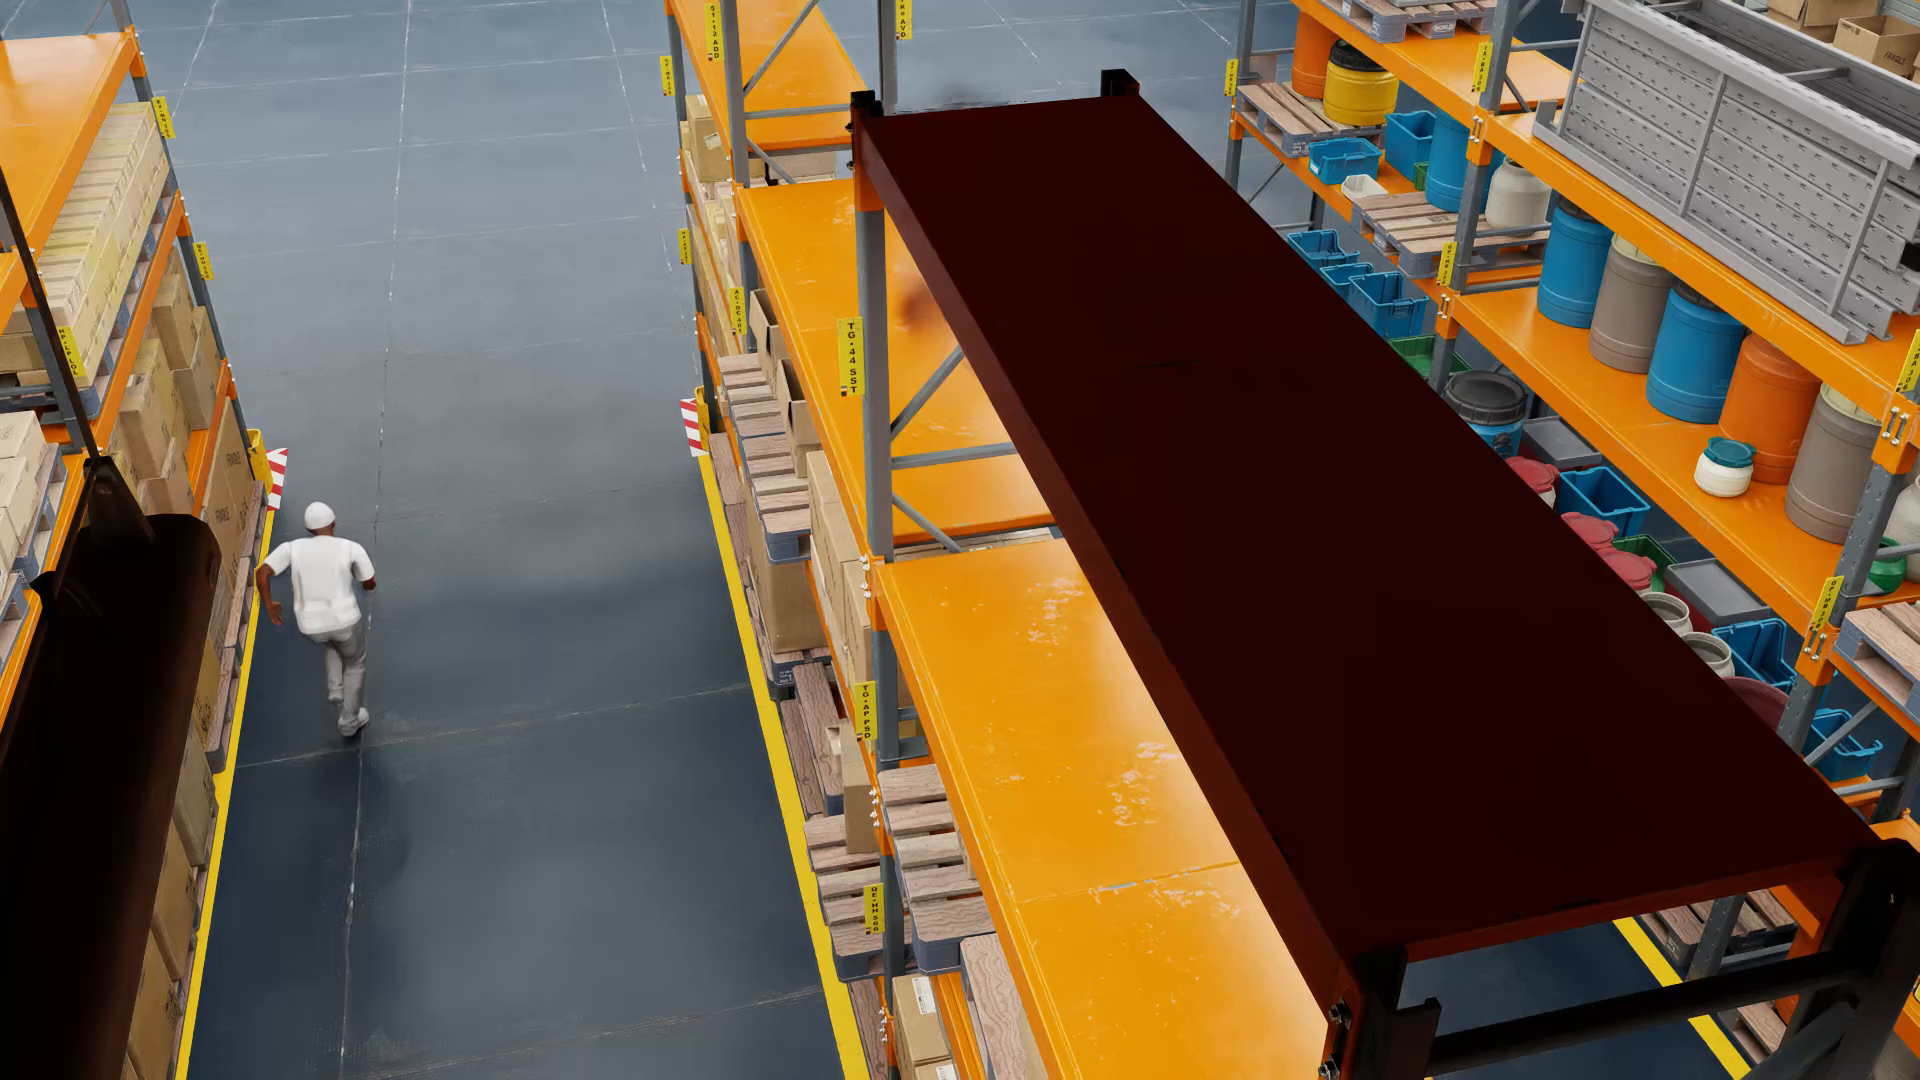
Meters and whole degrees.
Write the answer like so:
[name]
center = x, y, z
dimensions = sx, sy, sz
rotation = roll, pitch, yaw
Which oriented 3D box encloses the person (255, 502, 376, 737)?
[person]
center = -4.525, 0.547, 11.883
dimensions = 0.738, 1.592, 0.861
rotation = -5, 35, -7
